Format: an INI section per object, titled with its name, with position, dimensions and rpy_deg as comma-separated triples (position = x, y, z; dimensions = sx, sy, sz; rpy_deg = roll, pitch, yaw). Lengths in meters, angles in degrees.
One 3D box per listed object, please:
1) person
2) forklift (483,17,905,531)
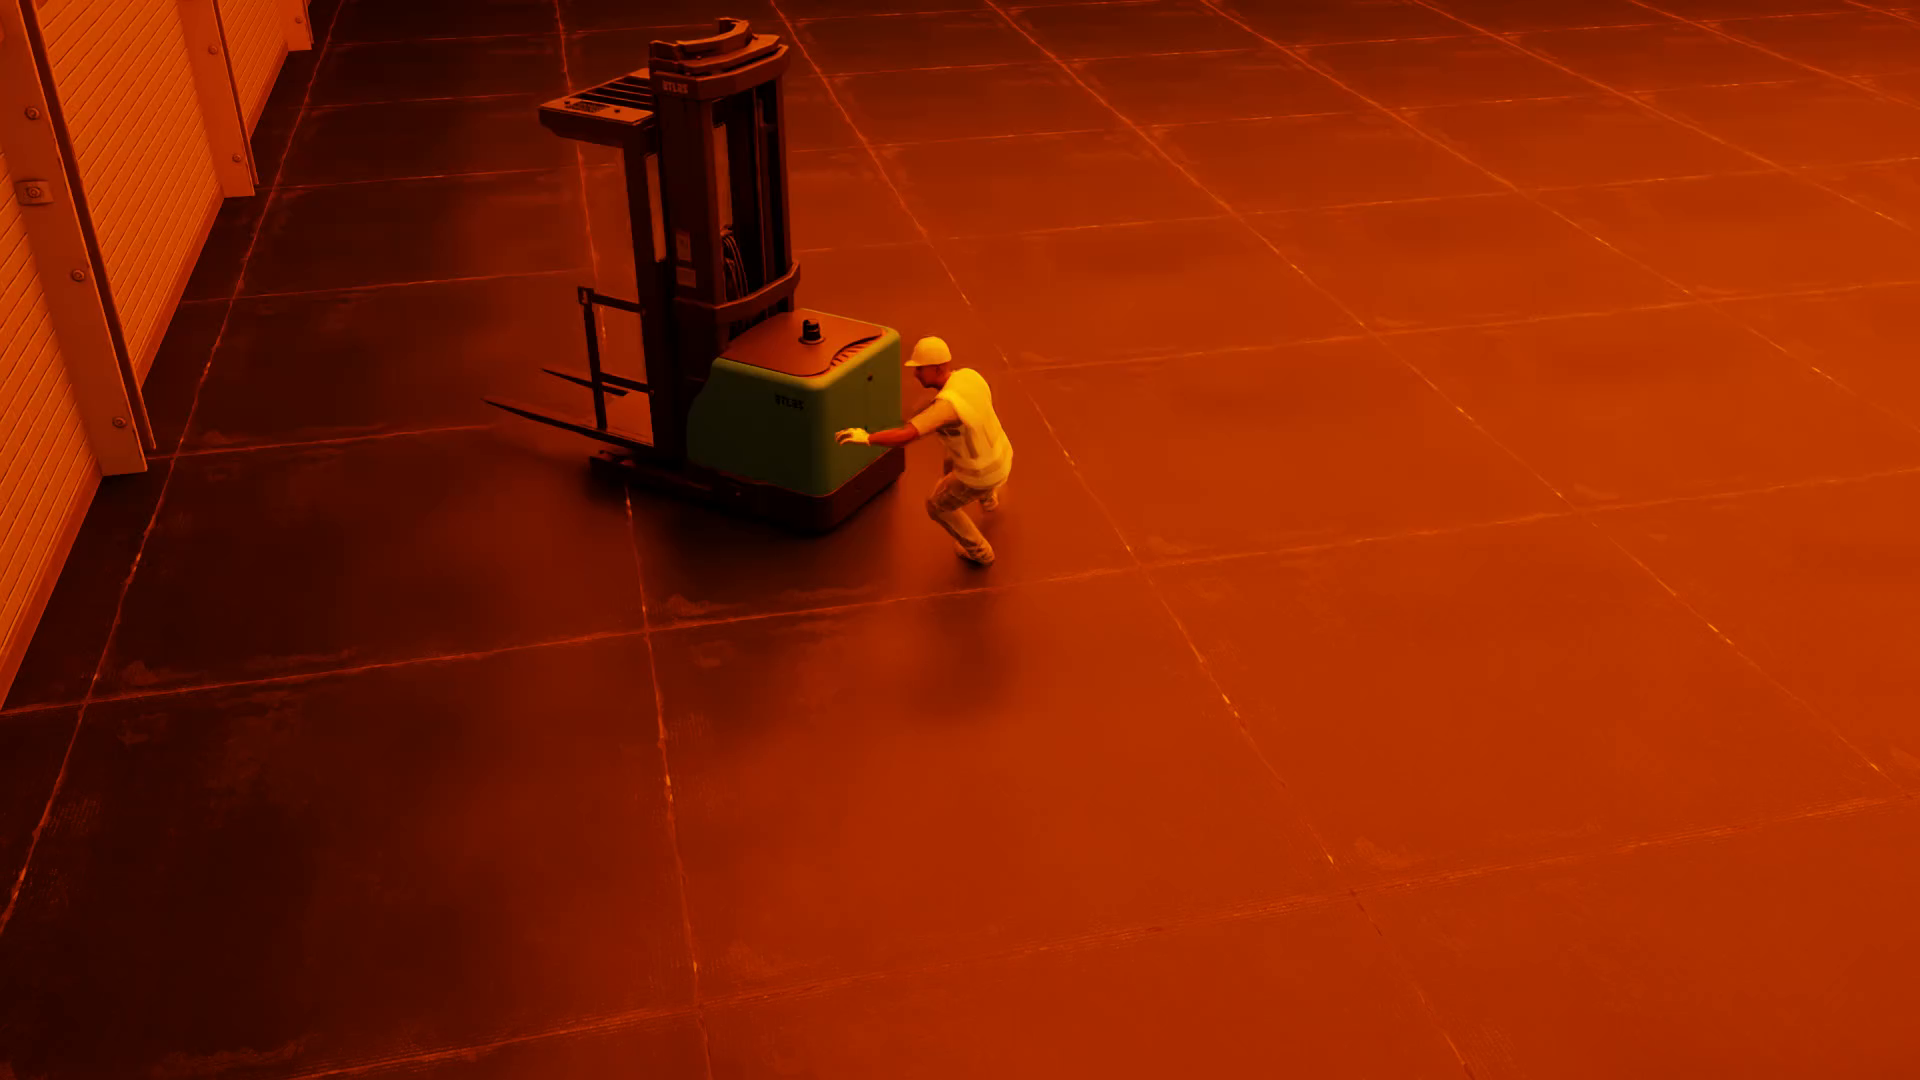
[person]
position = -0.116, -0.575, 9.999
dimensions = 0.931, 1.530, 1.308
rpy_deg = 8, 31, 13
[forklift]
position = -1.905, -1.851, 10.771
dimensions = 3.031, 2.935, 1.130
rpy_deg = 16, 34, 25
